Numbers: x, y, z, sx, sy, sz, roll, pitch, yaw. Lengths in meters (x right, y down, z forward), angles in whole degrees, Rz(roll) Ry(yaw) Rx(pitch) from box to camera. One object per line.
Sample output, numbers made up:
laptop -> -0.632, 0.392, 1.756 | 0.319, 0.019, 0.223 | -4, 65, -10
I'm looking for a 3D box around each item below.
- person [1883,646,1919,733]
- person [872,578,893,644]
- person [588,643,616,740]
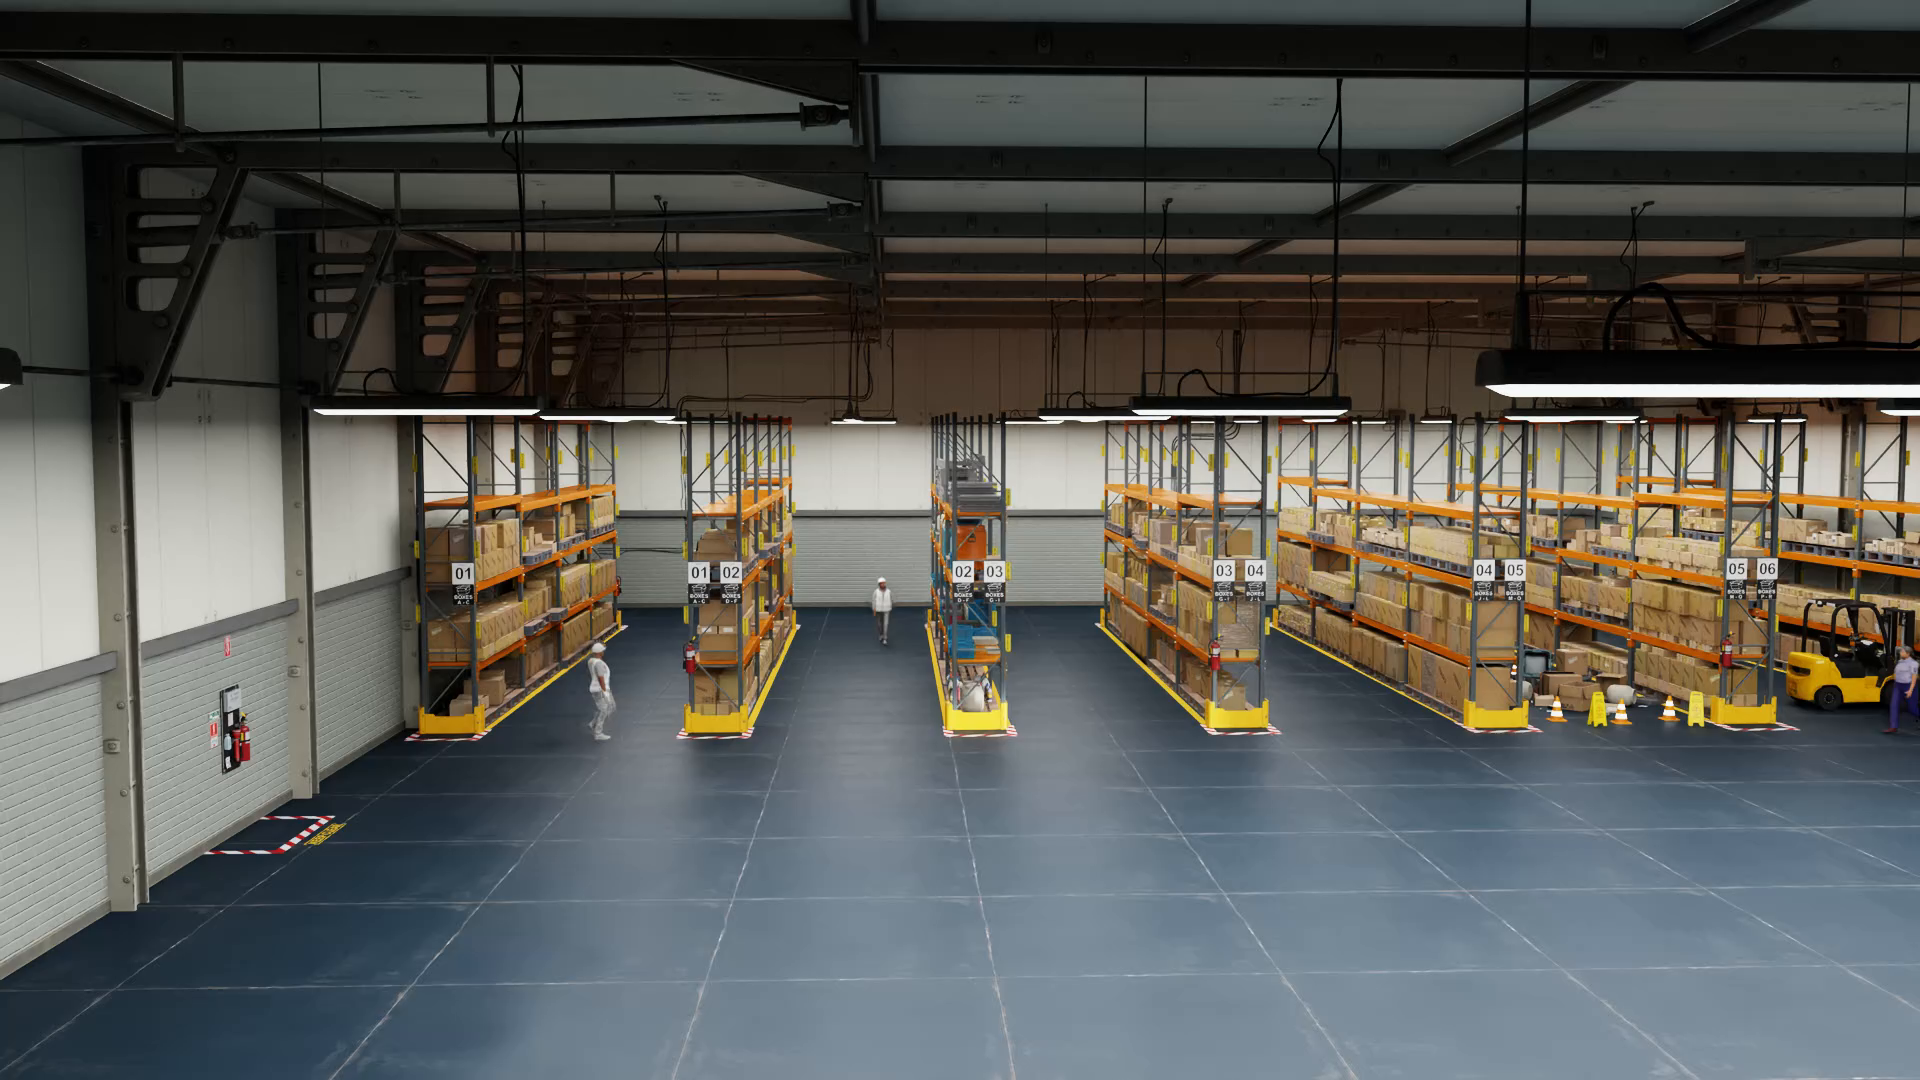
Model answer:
person -> 17.687, 2.790, 31.071 | 0.824, 1.621, 0.459 | -2, 4, -23
person -> -2.059, 1.868, 43.959 | 0.536, 1.731, 0.977 | 0, 4, 4
person -> -6.562, 2.753, 30.278 | 0.501, 1.771, 0.531 | 0, 4, 3
